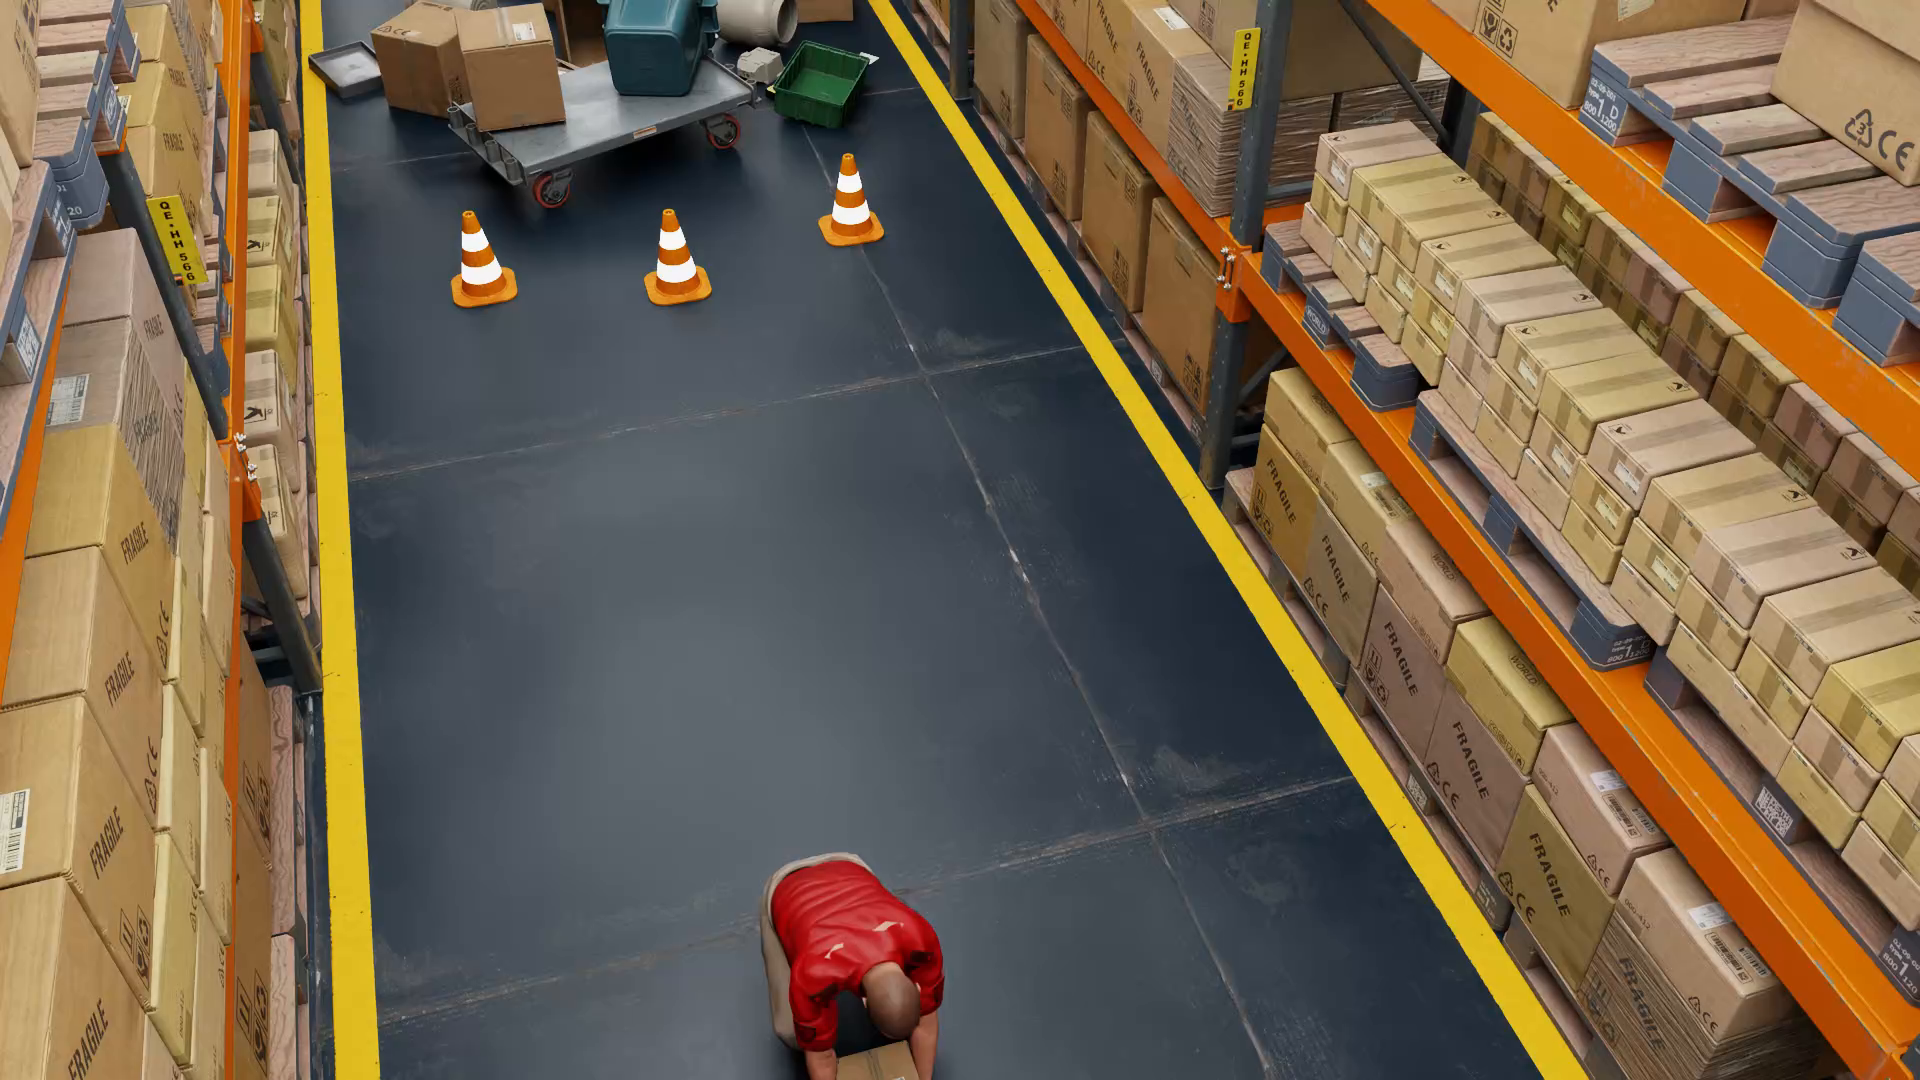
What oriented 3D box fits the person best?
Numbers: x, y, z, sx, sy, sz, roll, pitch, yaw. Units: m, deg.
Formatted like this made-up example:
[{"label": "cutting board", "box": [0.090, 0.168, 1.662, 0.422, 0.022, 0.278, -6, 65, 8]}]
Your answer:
[{"label": "person", "box": [-0.355, 1.407, 5.352, 0.546, 0.851, 0.881, -12, 43, -13]}]
